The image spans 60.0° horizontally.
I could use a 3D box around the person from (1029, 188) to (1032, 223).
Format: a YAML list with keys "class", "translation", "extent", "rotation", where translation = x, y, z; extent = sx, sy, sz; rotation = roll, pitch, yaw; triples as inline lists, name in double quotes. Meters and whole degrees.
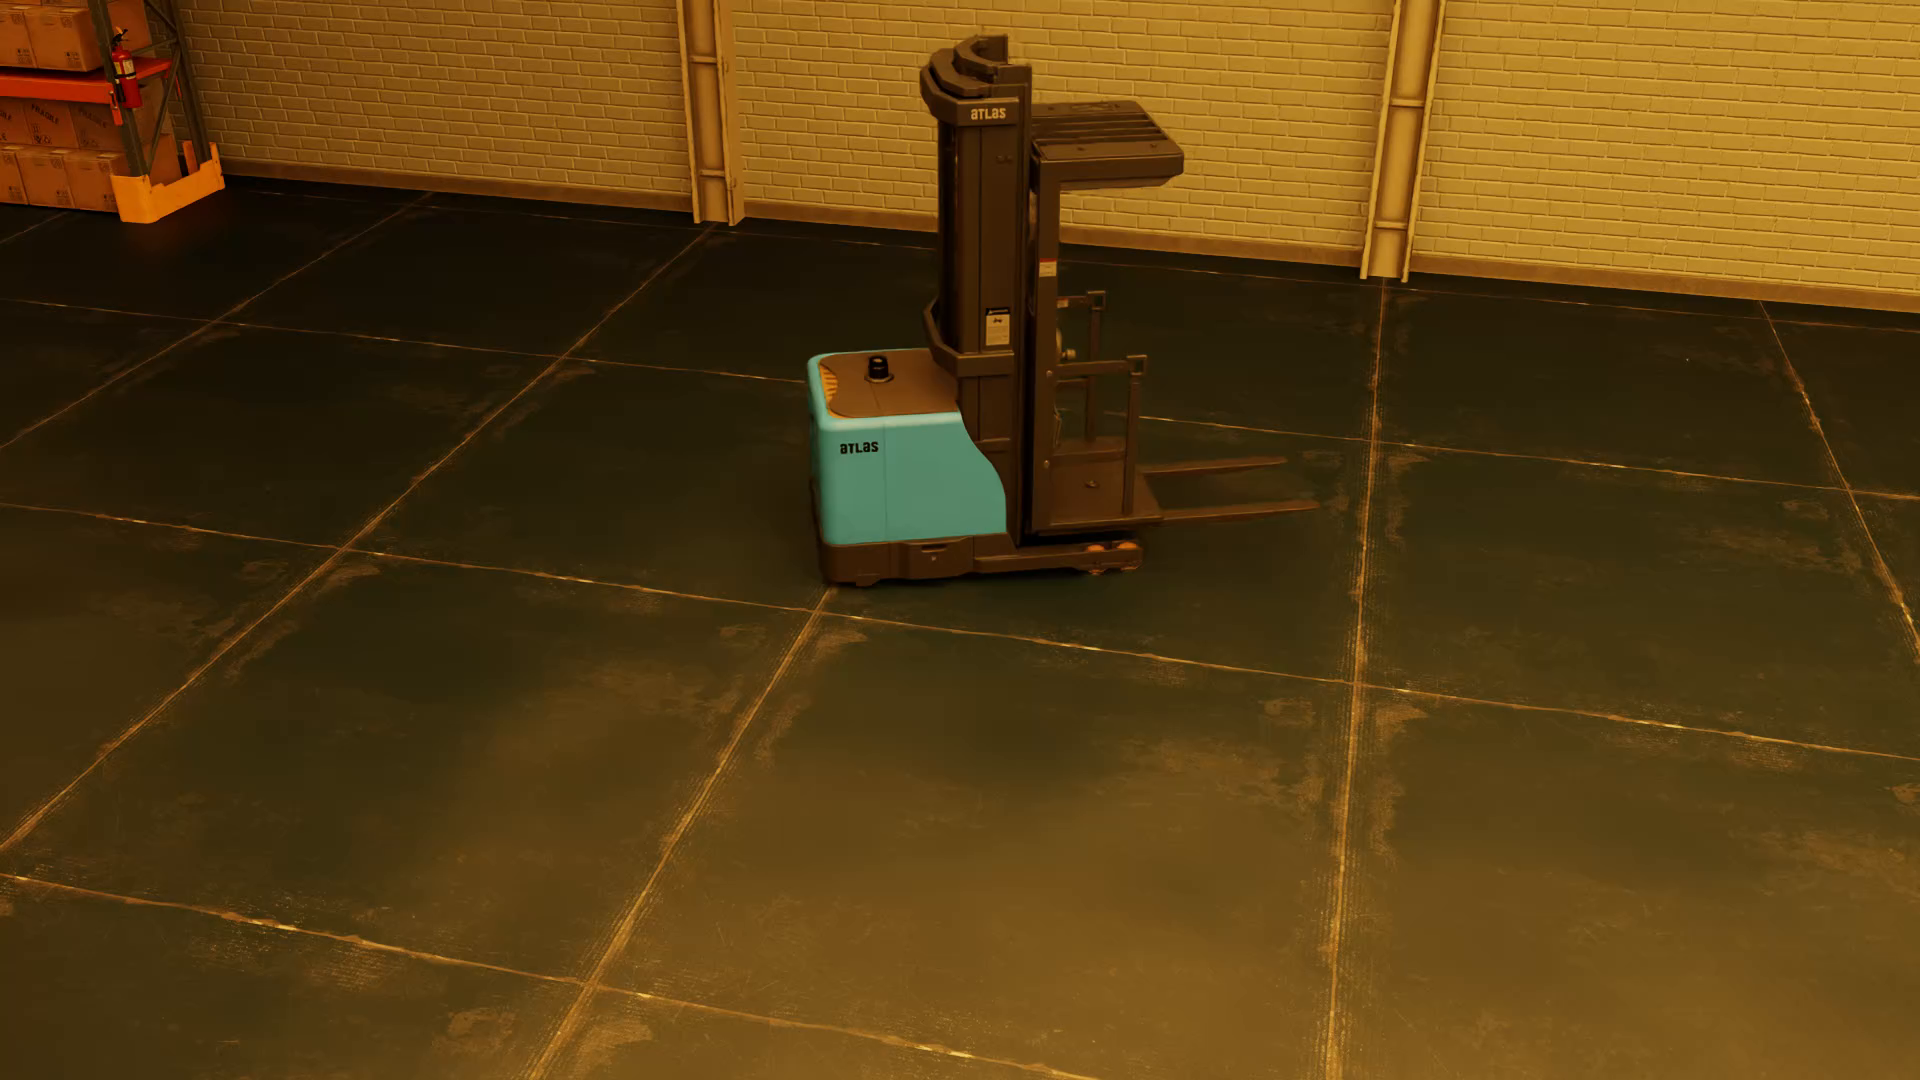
- class: "person"
  translation: [0.407, -2.415, 12.591]
  extent: [0.369, 1.795, 0.526]
  rotation: [-1, 30, -2]

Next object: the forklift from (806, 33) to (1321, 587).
- class: "forklift"
  translation: [0.635, -1.331, 9.520]
  extent: [3.031, 2.935, 1.130]
  rotation: [-4, 30, -8]
